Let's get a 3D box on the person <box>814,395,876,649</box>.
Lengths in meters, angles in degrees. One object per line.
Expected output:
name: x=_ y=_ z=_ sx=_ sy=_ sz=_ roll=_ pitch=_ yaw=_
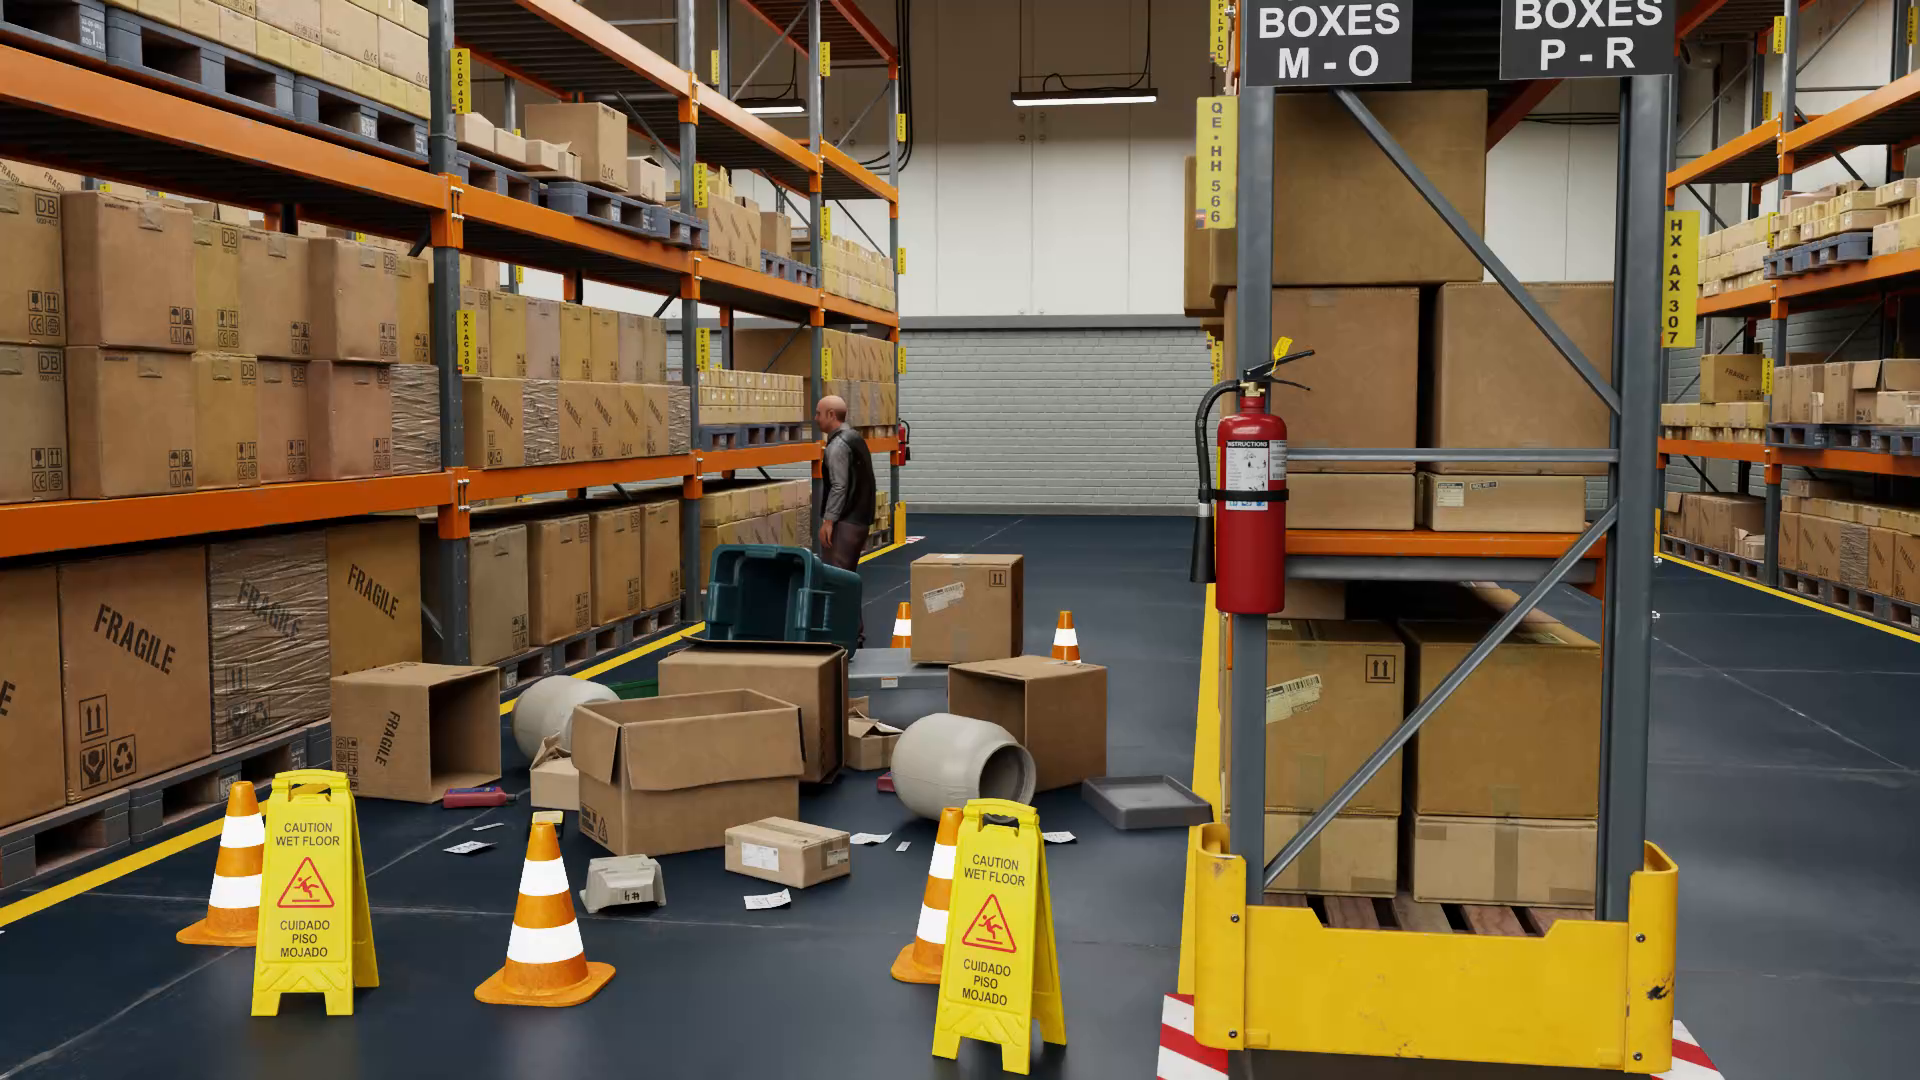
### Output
person: x=-0.766 y=-0.098 z=11.045 sx=0.418 sy=1.721 sz=0.581 roll=1 pitch=4 yaw=9
